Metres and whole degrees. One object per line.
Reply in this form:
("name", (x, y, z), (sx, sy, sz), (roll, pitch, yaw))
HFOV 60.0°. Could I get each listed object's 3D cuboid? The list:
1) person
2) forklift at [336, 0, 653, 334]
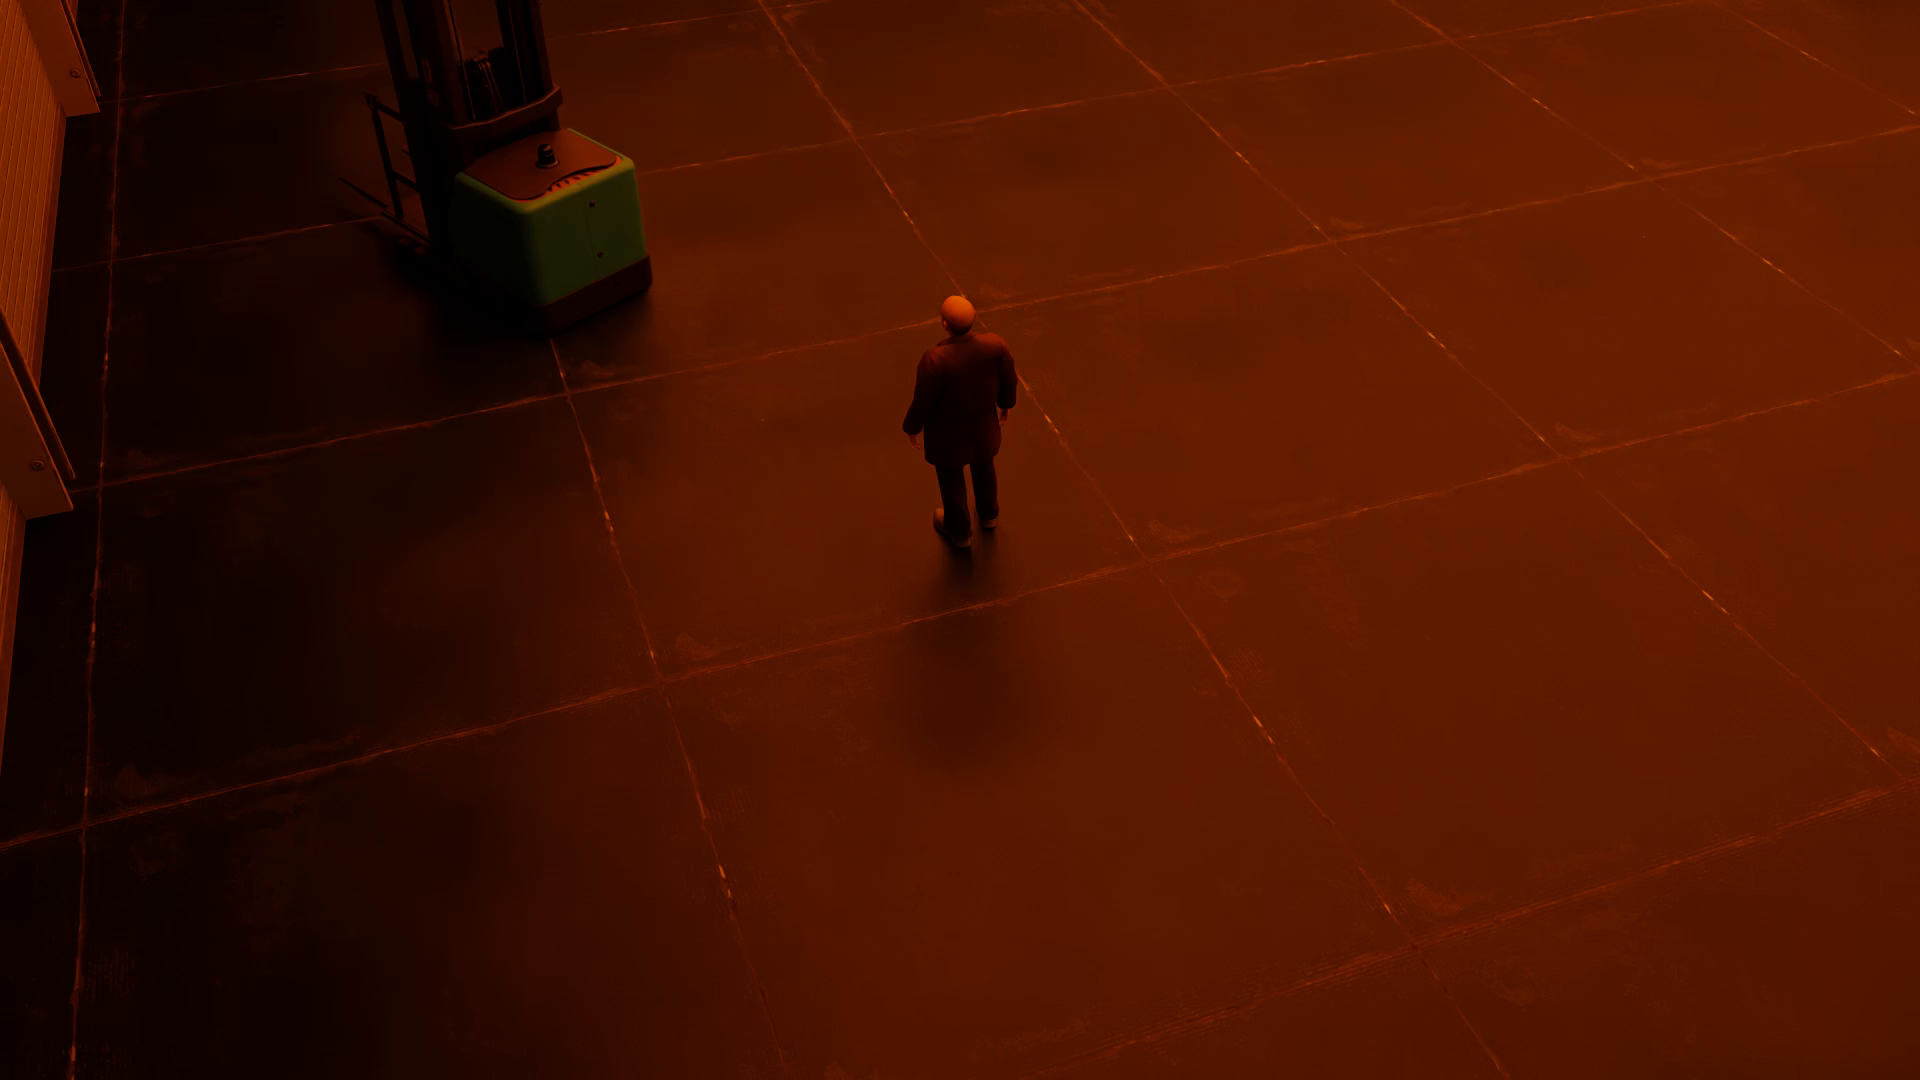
("person", (-0.026, -0.742, 9.766), (0.696, 1.776, 0.582), (-13, 42, -15))
("forklift", (-3.725, -3.421, 12.071), (3.031, 2.935, 1.130), (31, 49, 31))
